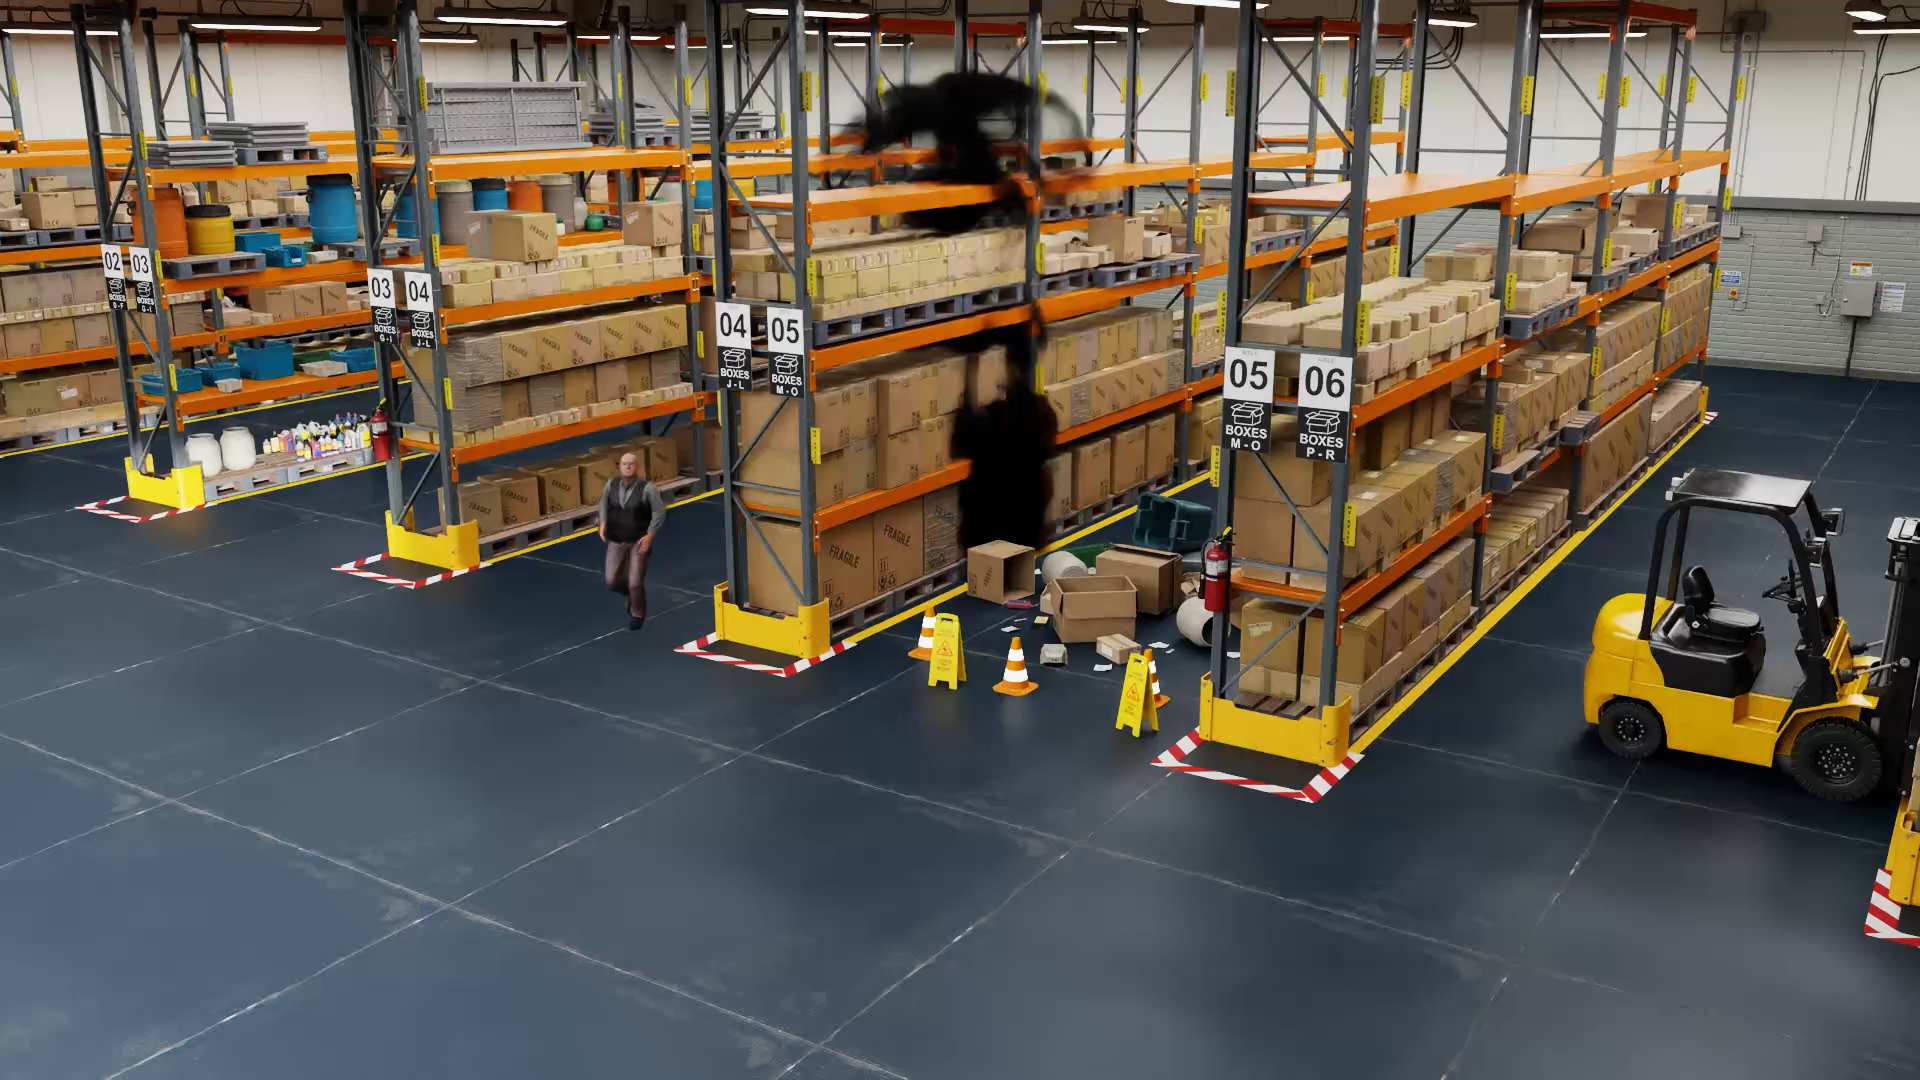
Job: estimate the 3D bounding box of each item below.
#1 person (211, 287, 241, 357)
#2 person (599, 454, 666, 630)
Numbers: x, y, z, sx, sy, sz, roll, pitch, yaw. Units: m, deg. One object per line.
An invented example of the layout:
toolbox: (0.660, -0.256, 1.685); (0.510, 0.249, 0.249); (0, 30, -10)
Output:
person: (-12.939, -3.714, 29.422); (0.552, 1.709, 0.778); (8, 18, 27)
person: (-3.130, 0.027, 15.687); (0.687, 1.686, 0.514); (3, 16, 11)
